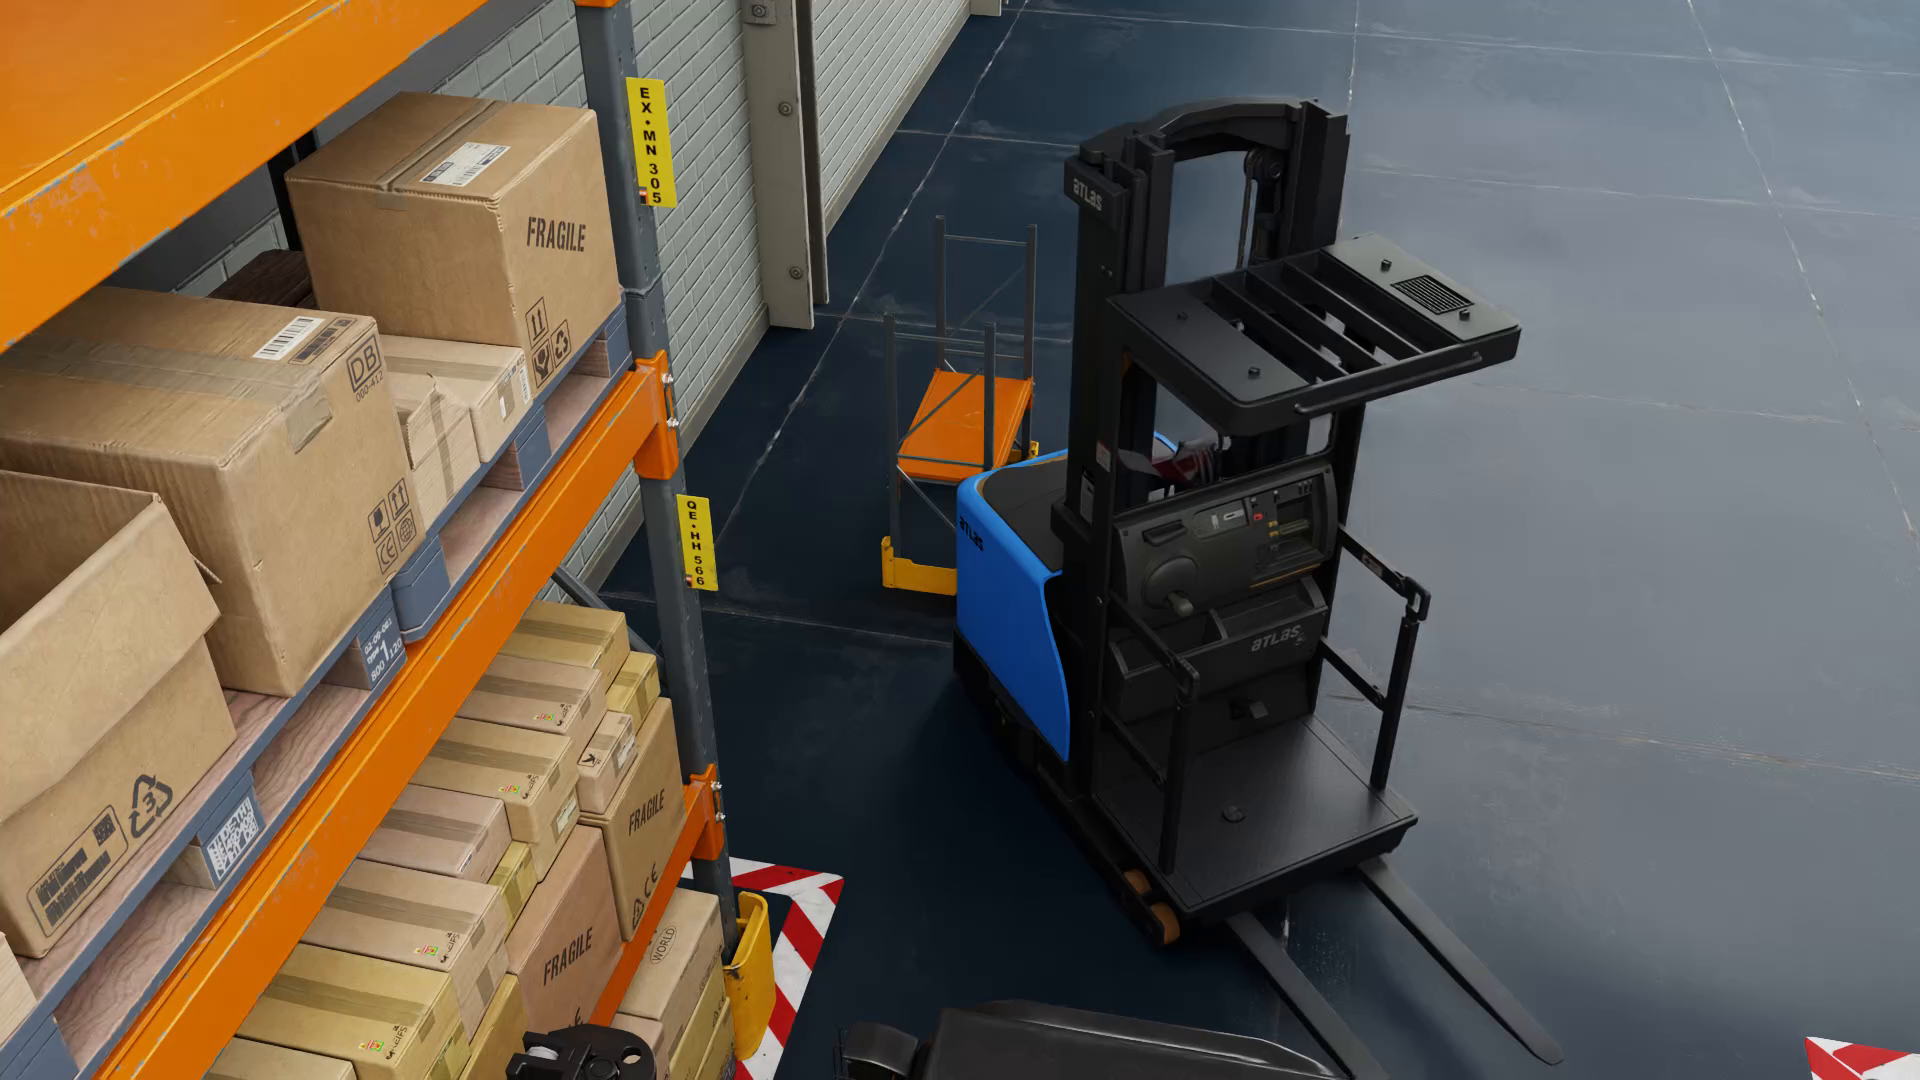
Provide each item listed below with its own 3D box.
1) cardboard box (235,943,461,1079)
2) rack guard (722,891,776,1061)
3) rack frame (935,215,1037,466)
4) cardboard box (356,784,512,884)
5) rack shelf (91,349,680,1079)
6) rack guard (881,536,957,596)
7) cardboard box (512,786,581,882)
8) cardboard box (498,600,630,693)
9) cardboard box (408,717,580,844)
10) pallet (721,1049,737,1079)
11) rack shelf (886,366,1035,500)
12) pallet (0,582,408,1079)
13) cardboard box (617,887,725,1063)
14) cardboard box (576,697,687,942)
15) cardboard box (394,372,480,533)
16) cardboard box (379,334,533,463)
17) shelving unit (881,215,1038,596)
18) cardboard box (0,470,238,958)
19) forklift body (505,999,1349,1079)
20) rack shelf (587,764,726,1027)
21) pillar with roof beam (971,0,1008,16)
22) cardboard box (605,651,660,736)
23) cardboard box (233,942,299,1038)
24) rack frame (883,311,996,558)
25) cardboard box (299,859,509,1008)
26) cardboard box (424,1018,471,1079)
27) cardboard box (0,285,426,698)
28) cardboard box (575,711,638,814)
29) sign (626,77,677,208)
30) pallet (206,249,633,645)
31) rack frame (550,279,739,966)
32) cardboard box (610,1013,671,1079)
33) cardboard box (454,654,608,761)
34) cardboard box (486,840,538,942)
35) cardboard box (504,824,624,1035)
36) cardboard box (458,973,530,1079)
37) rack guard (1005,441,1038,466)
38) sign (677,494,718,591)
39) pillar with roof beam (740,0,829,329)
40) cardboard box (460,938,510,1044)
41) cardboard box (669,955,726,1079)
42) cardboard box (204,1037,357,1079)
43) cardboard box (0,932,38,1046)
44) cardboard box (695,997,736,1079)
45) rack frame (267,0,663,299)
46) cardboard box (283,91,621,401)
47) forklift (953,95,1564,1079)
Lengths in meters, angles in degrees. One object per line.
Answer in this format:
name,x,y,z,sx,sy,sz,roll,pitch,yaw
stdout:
cardboard box,-1.327,1.051,3.622,0.380,0.149,0.250,8,37,11
rack guard,-1.276,1.497,6.028,1.175,0.500,0.348,7,37,10
rack frame,0.127,-0.948,8.550,0.500,1.500,0.032,7,37,10
cardboard box,-1.330,0.739,4.053,0.380,0.149,0.250,8,37,10
rack shelf,-1.709,0.722,3.024,1.077,0.370,4.000,7,37,10
rack guard,-0.090,0.141,8.113,0.587,0.250,0.087,7,37,10
cardboard box,-1.223,0.721,4.331,0.380,0.149,0.250,8,37,11
cardboard box,-1.152,0.307,4.649,0.380,0.149,0.250,7,37,10
cardboard box,-1.204,0.606,4.237,0.380,0.149,0.250,8,37,11
pallet,-1.404,2.072,5.482,1.003,0.211,1.213,7,37,10
rack shelf,0.018,-0.511,8.253,0.538,0.185,1.000,7,37,10
pallet,-1.716,0.424,2.899,1.003,0.211,1.213,7,37,10
cardboard box,-1.075,1.341,5.248,0.500,0.250,0.500,8,37,12
cardboard box,-1.130,0.774,4.812,0.500,0.500,0.500,7,36,9
cardboard box,-1.216,-0.213,3.374,0.396,0.266,0.258,7,37,10
cardboard box,-1.162,-0.311,3.609,0.380,0.149,0.250,6,36,9
shelving unit,0.016,-0.651,8.140,0.587,1.500,1.083,7,37,10
cardboard box,-1.617,0.222,2.571,0.797,0.503,0.637,8,37,11
forklift body,0.096,2.158,3.709,2.313,2.155,1.214,7,37,10
rack shelf,-1.709,1.937,3.905,1.077,0.370,4.000,7,37,10
pillar with roof beam,4.458,-7.984,11.868,9.100,9.000,0.400,7,37,10
cardboard box,-1.082,0.430,4.733,0.380,0.149,0.250,8,37,11
cardboard box,-1.851,1.298,4.088,0.500,0.500,0.500,7,37,10
rack frame,-0.090,-0.365,7.745,0.500,1.500,0.032,7,37,10
cardboard box,-1.277,0.903,3.827,0.380,0.149,0.250,8,37,11
cardboard box,-1.332,1.168,3.714,0.380,0.149,0.250,8,37,10
cardboard box,-1.454,-0.108,3.028,0.700,0.500,0.500,8,37,10
cardboard box,-1.107,0.580,4.526,0.380,0.149,0.250,8,37,11
sign,-0.754,-0.966,4.054,0.100,0.325,0.005,7,37,10
pallet,-1.458,-0.278,3.866,1.003,0.211,1.213,7,37,10
rack frame,-1.281,0.499,5.276,1.000,3.000,0.127,7,37,10
cardboard box,-1.178,1.634,4.843,0.500,0.250,0.500,8,37,11
cardboard box,-1.174,0.452,4.448,0.380,0.149,0.250,7,37,10
cardboard box,-1.287,0.862,4.137,0.380,0.149,0.250,7,37,10
cardboard box,-1.250,1.070,4.403,0.500,0.500,0.500,8,37,11
cardboard box,-1.359,1.364,3.997,0.500,0.500,0.500,7,36,9
rack guard,0.123,-0.430,8.901,0.587,0.250,0.087,7,37,10
sign,-0.754,0.010,4.761,0.100,0.325,0.005,7,37,10
pillar with roof beam,3.177,-4.544,7.122,9.100,9.000,0.400,7,37,10
cardboard box,-1.298,1.021,3.918,0.380,0.149,0.250,6,36,8
cardboard box,-1.080,1.558,5.374,0.500,0.250,0.500,7,36,9
cardboard box,-1.474,1.187,3.434,0.380,0.149,0.250,8,37,11
cardboard box,-1.522,0.609,2.240,0.396,0.266,0.258,6,36,9
cardboard box,-1.073,1.751,5.533,0.500,0.250,0.500,8,37,10
rack frame,-1.281,-1.930,3.515,1.000,3.000,0.127,7,37,10
cardboard box,-1.138,-0.682,3.821,0.500,0.500,0.500,8,37,11
forklift,1.087,0.067,5.930,1.130,2.935,3.031,-17,39,-22
